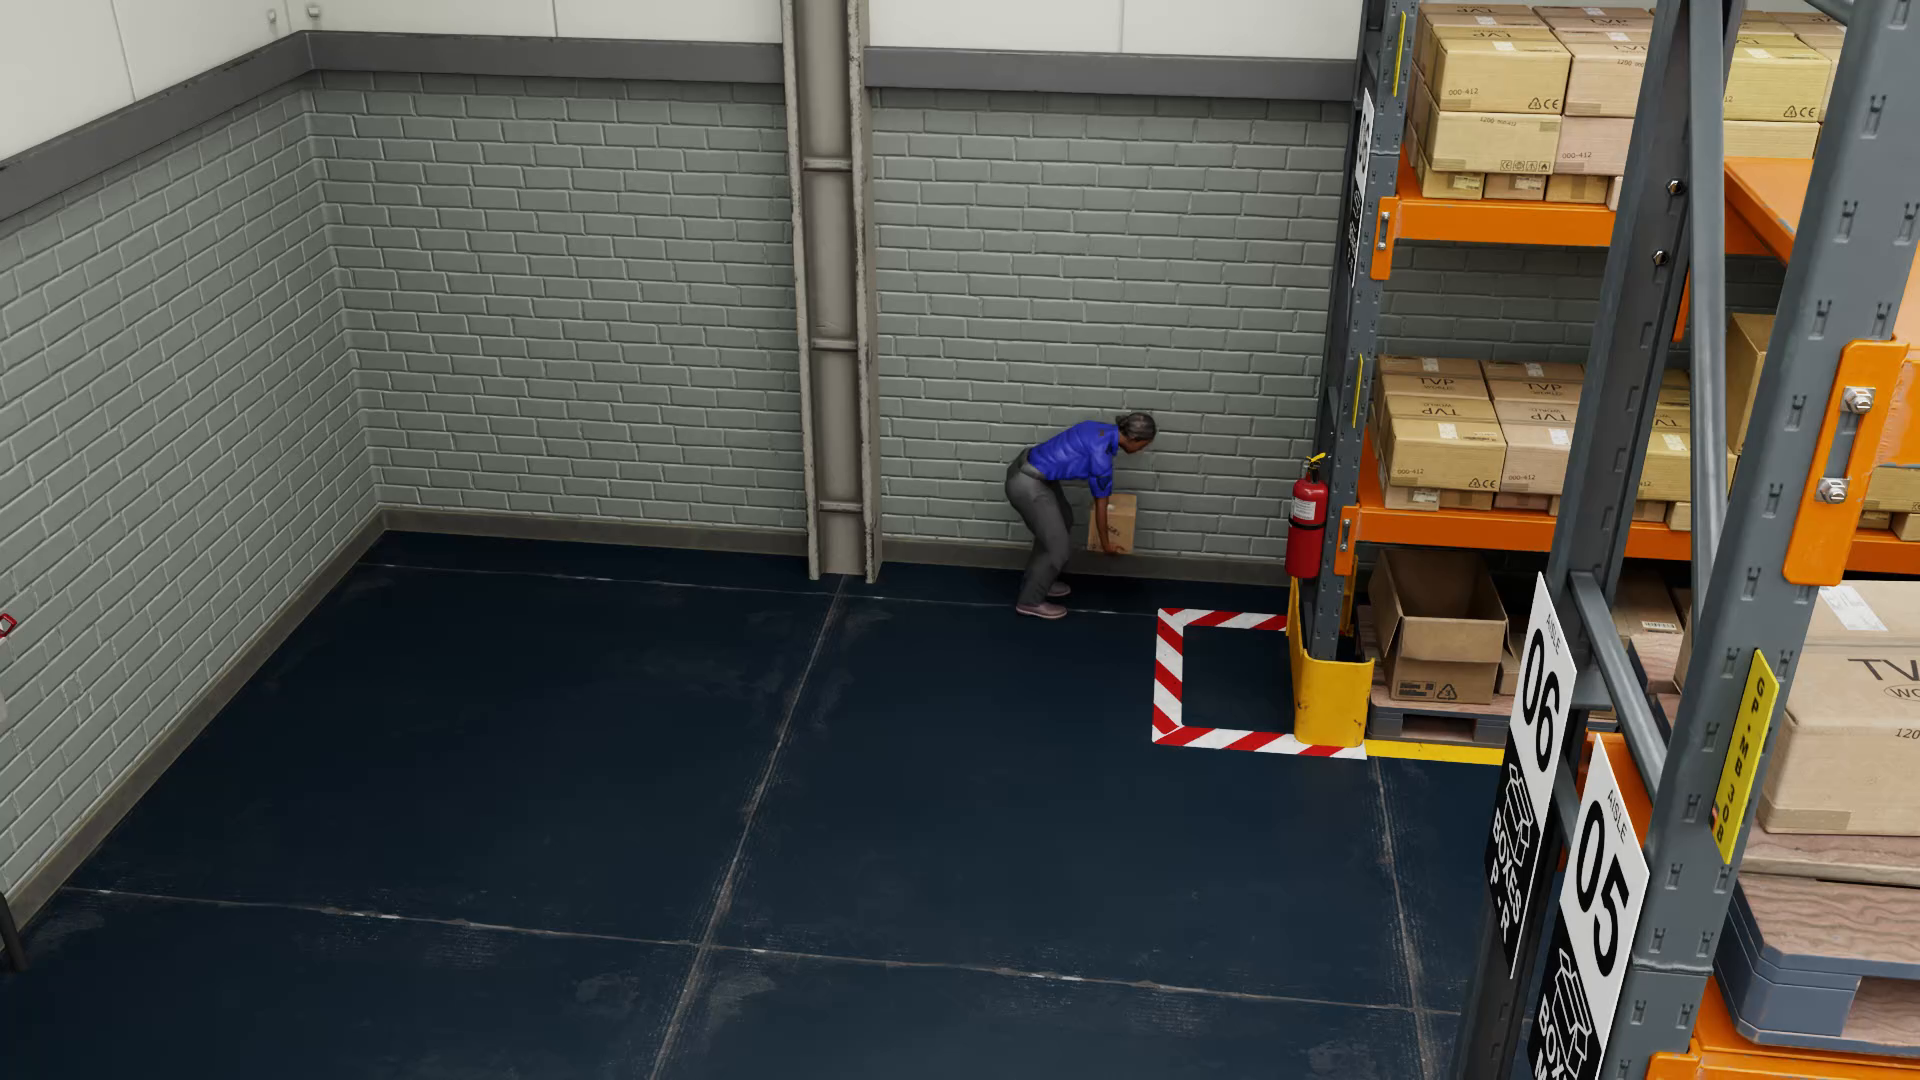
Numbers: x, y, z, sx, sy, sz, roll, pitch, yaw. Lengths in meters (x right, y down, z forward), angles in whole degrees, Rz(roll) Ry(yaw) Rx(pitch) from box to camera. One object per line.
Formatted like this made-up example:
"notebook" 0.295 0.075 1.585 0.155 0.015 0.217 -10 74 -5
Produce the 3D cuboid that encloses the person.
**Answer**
"person" 0.663 -0.158 9.381 0.819 1.222 0.431 2 29 4
